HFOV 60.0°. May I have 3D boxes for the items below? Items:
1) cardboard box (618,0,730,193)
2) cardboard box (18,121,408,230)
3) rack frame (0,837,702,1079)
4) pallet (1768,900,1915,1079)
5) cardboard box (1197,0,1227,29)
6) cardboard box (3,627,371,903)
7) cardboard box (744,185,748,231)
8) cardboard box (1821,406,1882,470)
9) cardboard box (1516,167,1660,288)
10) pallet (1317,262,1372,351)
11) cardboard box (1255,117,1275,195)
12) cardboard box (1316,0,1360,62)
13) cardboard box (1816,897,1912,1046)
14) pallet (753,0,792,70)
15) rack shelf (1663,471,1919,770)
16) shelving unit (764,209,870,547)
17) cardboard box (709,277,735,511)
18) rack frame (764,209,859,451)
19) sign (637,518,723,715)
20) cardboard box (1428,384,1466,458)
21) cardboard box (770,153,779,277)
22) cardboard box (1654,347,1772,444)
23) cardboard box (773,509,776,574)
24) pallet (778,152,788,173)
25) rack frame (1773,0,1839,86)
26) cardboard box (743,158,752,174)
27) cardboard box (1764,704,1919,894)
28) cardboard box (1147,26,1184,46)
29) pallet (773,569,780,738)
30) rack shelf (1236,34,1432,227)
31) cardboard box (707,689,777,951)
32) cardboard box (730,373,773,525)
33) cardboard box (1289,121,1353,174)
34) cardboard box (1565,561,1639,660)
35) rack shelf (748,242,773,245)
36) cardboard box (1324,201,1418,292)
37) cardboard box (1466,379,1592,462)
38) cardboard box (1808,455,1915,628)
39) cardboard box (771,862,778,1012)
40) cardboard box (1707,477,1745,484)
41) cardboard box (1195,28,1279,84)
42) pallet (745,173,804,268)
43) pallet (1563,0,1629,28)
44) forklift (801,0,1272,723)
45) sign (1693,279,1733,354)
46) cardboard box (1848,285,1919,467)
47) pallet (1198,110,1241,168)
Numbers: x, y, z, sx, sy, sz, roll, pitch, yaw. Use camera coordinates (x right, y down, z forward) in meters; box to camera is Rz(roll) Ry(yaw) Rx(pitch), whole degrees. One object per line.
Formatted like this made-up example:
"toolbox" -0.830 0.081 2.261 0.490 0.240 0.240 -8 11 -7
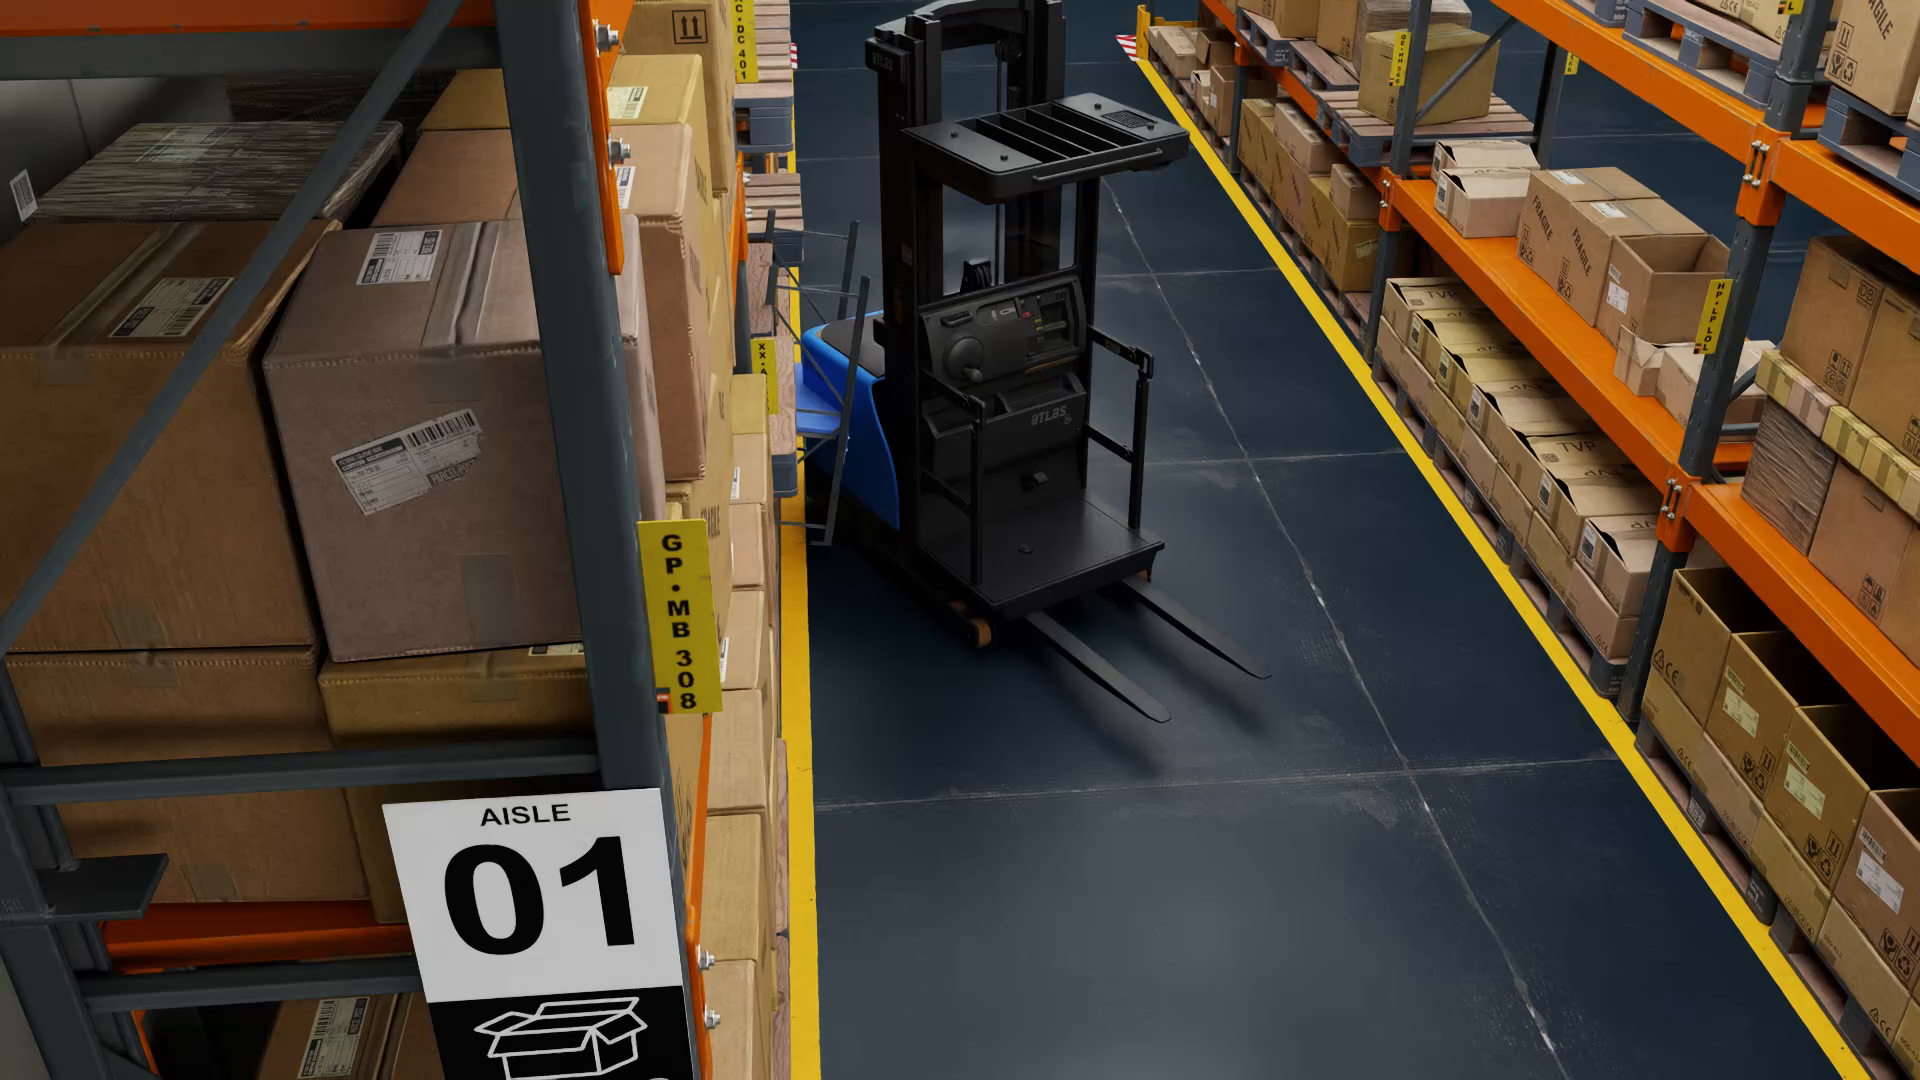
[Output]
"cardboard box" -0.874 -1.220 4.350 0.500 0.500 0.500 -4 31 -6
"cardboard box" -1.301 -0.451 3.063 0.500 0.500 0.500 -1 31 -2
"rack frame" -0.938 1.803 3.307 1.000 3.000 0.127 -3 31 -5
"pallet" 3.770 1.751 6.113 1.003 0.211 1.213 -3 31 -5
"cardboard box" 2.795 -5.455 17.467 0.500 0.500 0.500 -3 31 -5
"cardboard box" -1.229 0.262 2.843 0.500 0.500 0.500 -1 31 -1
"cardboard box" -1.552 -1.990 9.130 0.700 0.500 0.500 -6 31 -9
"cardboard box" 3.502 -0.394 6.254 0.380 0.149 0.250 -4 31 -6
"cardboard box" 3.419 -1.708 9.087 0.500 0.500 0.500 -4 31 -7
"pallet" 3.214 -1.707 11.902 1.003 0.211 1.213 -3 31 -5
"cardboard box" 2.736 -3.148 13.605 0.500 0.500 0.500 -2 31 -4
"cardboard box" 3.099 -3.887 12.326 0.700 0.500 0.500 -11 32 -17
"cardboard box" 3.497 1.539 6.021 0.500 0.250 0.500 -3 31 -5
"pallet" -1.363 -2.296 7.427 1.213 0.211 1.003 -3 31 -5
"rack shelf" 3.807 0.851 5.601 1.077 0.370 4.000 -3 31 -5
"shelving unit" -0.870 -0.890 9.005 0.538 1.500 1.048 6 26 -10
"cardboard box" -0.788 -0.260 3.718 0.500 0.500 0.500 -1 31 -2
"rack frame" -0.926 -1.117 9.456 0.500 1.500 0.032 6 26 -10
"sign" -0.398 0.114 2.357 0.100 0.325 0.005 -3 31 -5
"cardboard box" 3.105 -0.718 9.798 0.500 0.250 0.500 -4 31 -6
"cardboard box" -1.699 -2.368 11.977 0.750 0.750 0.750 -3 31 -5
"cardboard box" 3.530 -0.664 7.582 0.500 0.250 0.500 -1 31 -1
"cardboard box" -0.966 0.044 6.379 0.500 0.250 0.500 -3 31 -4
"pallet" -2.052 -3.519 14.935 1.003 0.211 1.213 -3 31 -5
"rack frame" 3.620 -3.054 5.588 1.000 3.000 0.127 -3 31 -5
"cardboard box" -1.486 -2.362 10.504 0.380 0.149 0.250 -3 31 -5
"cardboard box" 3.445 0.962 6.255 0.500 0.500 0.500 -3 31 -5
"cardboard box" 2.196 -5.340 17.616 0.380 0.149 0.250 -3 31 -5
"pallet" -1.386 0.560 8.106 1.003 0.211 1.213 -3 31 -5
"rack shelf" 3.059 -3.233 12.439 1.077 0.370 4.000 -3 31 -5
"cardboard box" -0.762 0.761 4.445 0.500 0.500 0.500 -4 31 -6
"cardboard box" -0.960 -0.279 6.188 0.500 0.500 0.500 -3 31 -5
"cardboard box" 2.816 -2.976 12.584 0.500 0.250 0.500 -3 31 -6
"cardboard box" 3.292 0.324 8.055 0.500 0.250 0.500 -3 31 -5
"rack shelf" -1.499 -0.952 8.620 1.077 0.370 4.000 -3 31 -5
"cardboard box" 2.925 -2.103 11.854 0.500 0.500 0.500 -2 31 -3
"cardboard box" 3.154 -0.689 9.204 0.500 0.311 0.500 -3 31 -5
"cardboard box" 3.723 -0.026 6.272 0.700 0.500 0.500 -3 31 -5
"cardboard box" -0.772 1.069 4.661 0.500 0.250 0.500 -3 31 -5
"cardboard box" 3.788 -0.198 8.382 0.500 0.311 0.500 -3 31 -5
"cardboard box" 2.692 -4.639 16.097 0.797 0.503 0.637 -3 31 -5
"pallet" -1.513 -1.841 9.594 1.213 0.211 1.003 -3 31 -5
"pallet" 3.506 -2.815 8.296 1.003 0.211 1.213 -1 31 -2
"forklift" 0.346 -0.990 8.049 1.130 2.935 3.031 -19 36 -28
"sign" 3.080 -0.911 6.798 0.100 0.325 0.005 -3 31 -5
"cardboard box" 3.716 -0.594 5.958 0.700 0.500 0.500 -3 31 -5
"pallet" 2.809 -3.717 15.267 1.003 0.211 1.213 -3 31 -5
